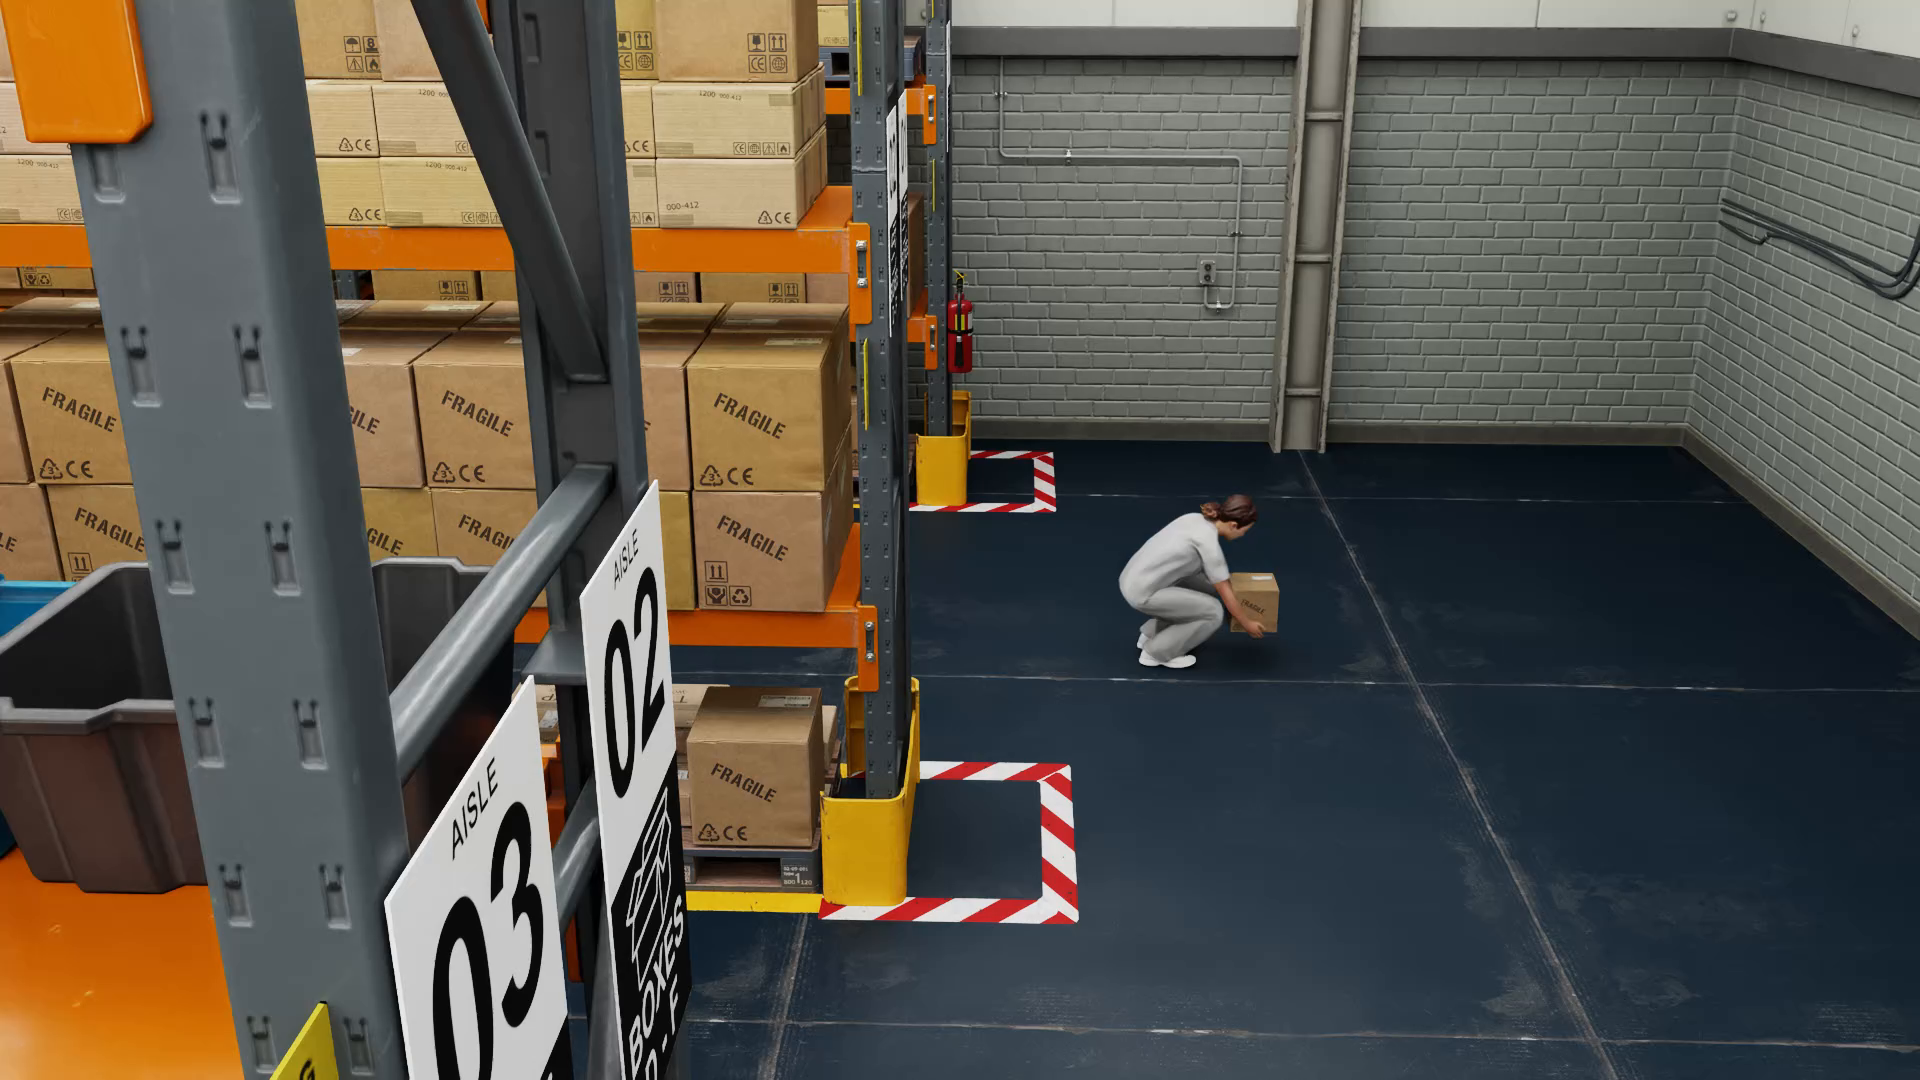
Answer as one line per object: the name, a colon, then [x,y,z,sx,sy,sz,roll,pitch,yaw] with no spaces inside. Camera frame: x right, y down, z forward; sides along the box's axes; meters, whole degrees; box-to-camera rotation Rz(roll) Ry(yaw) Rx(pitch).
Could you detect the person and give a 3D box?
person: [1.272,0.207,9.092,0.802,0.932,0.494,1,21,2]
